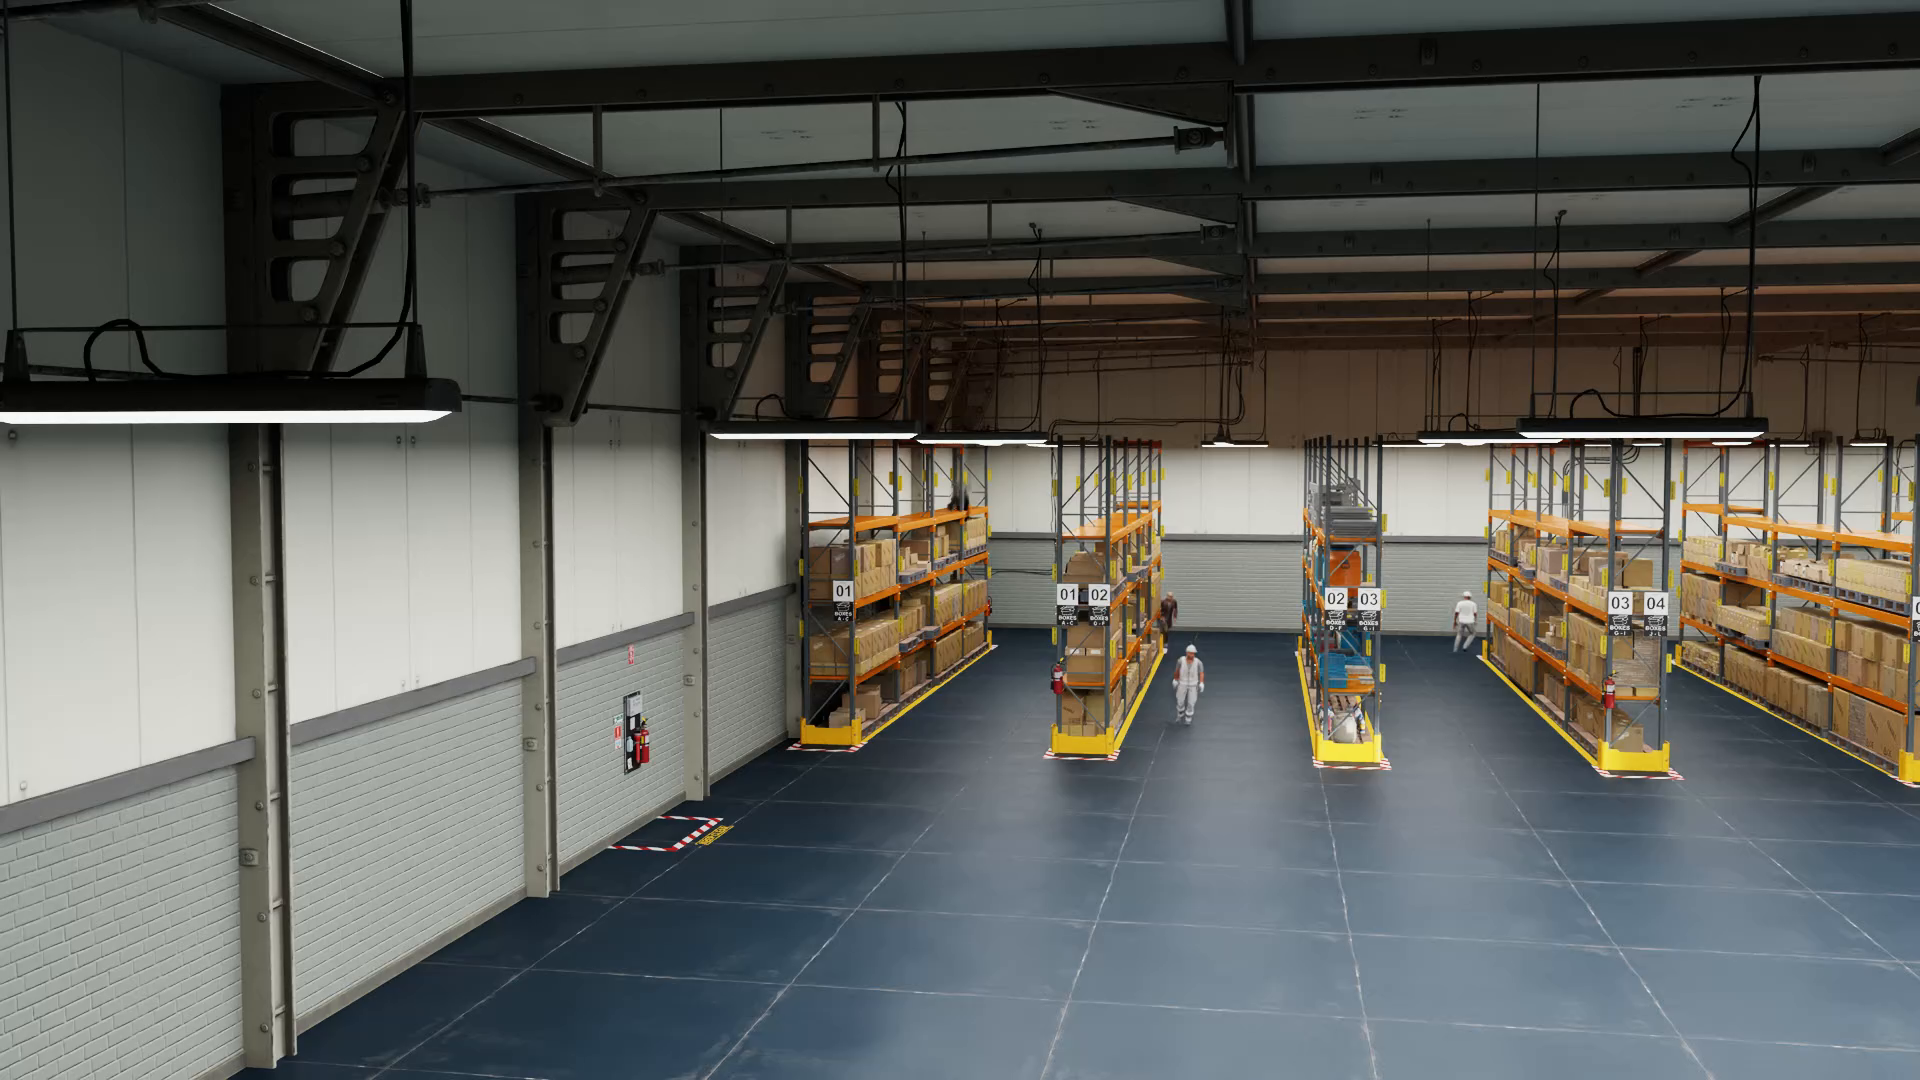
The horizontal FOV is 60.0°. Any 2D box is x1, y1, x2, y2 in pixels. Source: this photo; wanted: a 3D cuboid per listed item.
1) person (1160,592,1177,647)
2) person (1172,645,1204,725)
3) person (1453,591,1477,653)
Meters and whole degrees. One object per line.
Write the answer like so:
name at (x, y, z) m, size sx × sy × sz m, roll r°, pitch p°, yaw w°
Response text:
person at (5.953, 2.296, 48.379) m, size 0.713 × 1.608 × 0.908 m, roll -1°, pitch 3°, yaw -22°
person at (4.714, 2.999, 34.371) m, size 0.629 × 1.697 × 0.648 m, roll 0°, pitch 3°, yaw 5°
person at (14.223, 2.315, 46.766) m, size 0.656 × 1.751 × 0.433 m, roll 2°, pitch 4°, yaw 36°
